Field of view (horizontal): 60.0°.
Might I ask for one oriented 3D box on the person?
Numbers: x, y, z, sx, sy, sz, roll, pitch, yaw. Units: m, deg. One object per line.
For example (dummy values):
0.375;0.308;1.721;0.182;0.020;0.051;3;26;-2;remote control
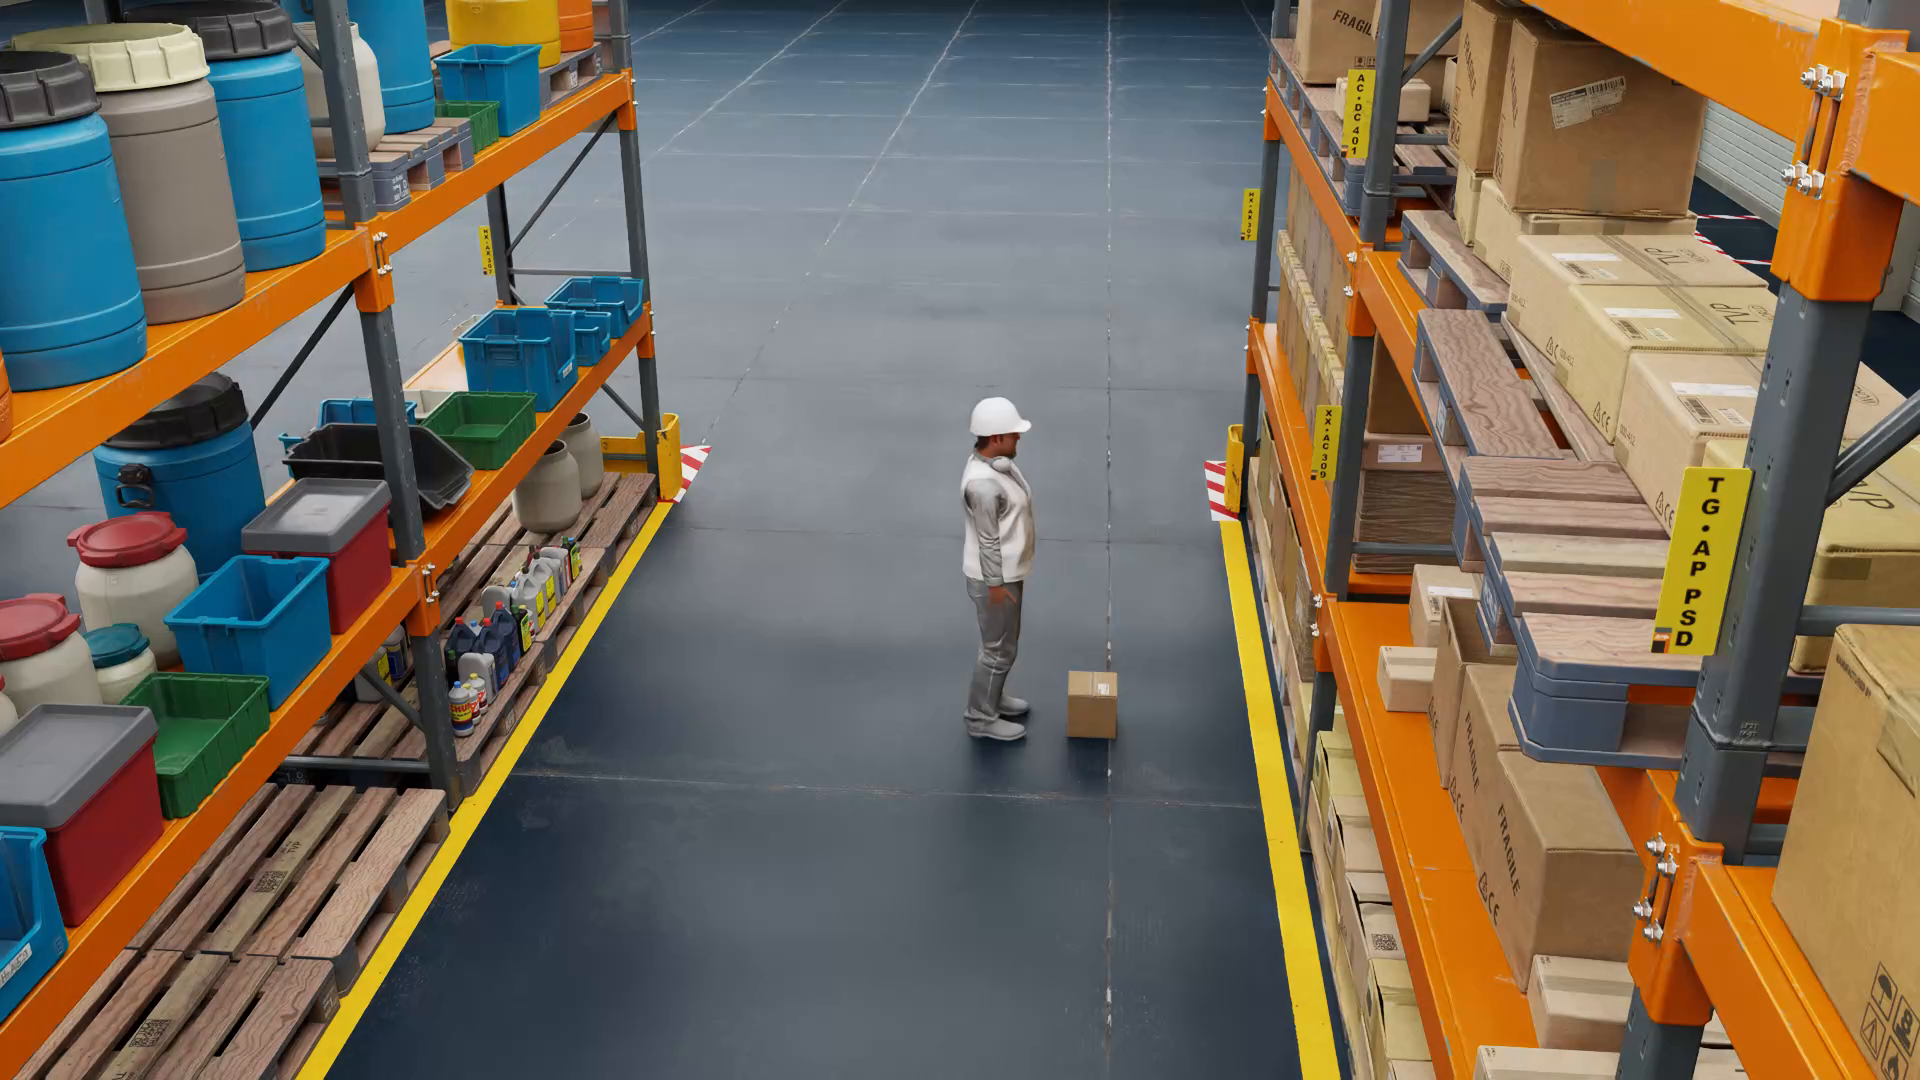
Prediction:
0.192;0.134;8.285;0.360;1.767;0.532;2;24;5;person
